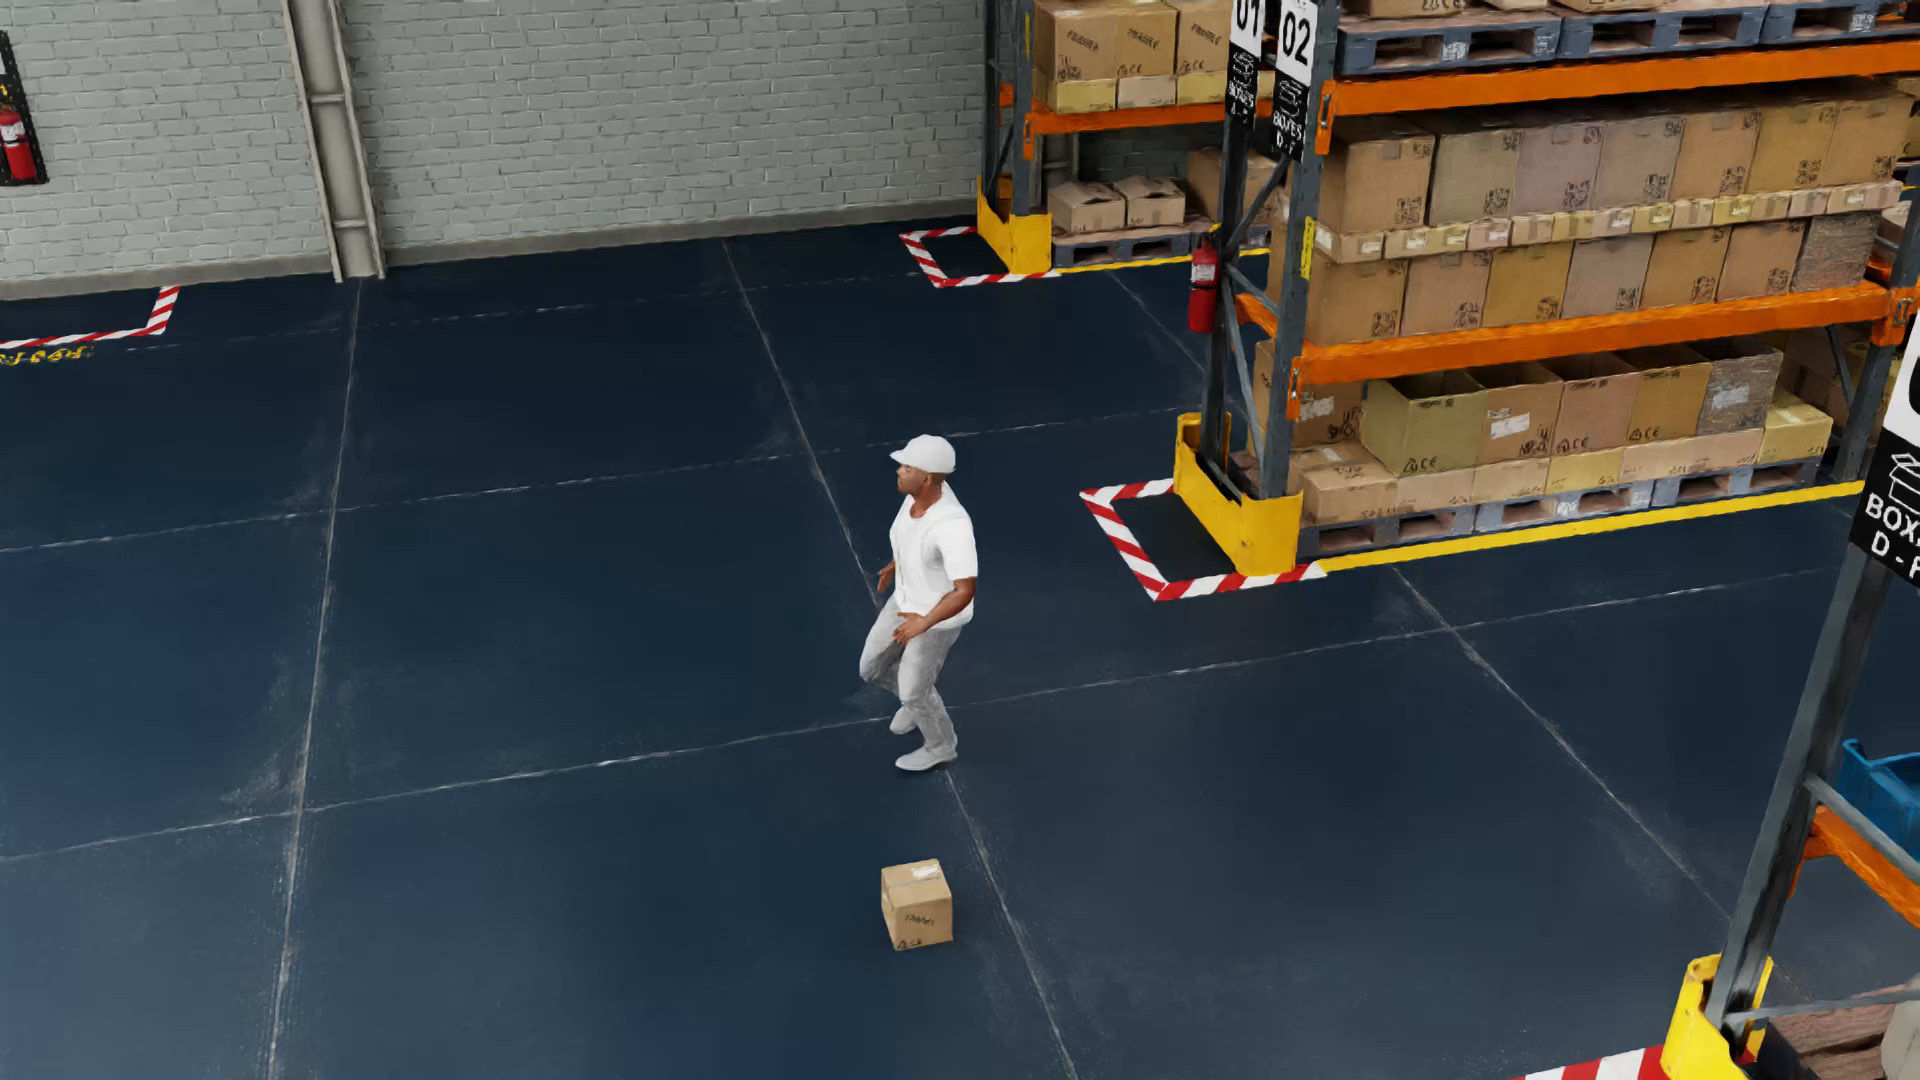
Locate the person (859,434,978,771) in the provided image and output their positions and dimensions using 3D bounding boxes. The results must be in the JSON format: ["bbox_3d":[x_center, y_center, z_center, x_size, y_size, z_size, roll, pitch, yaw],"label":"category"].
[{"bbox_3d":[-0.173,0.327,7.684,0.531,1.731,0.739,-16,34,-25],"label":"person"}]
